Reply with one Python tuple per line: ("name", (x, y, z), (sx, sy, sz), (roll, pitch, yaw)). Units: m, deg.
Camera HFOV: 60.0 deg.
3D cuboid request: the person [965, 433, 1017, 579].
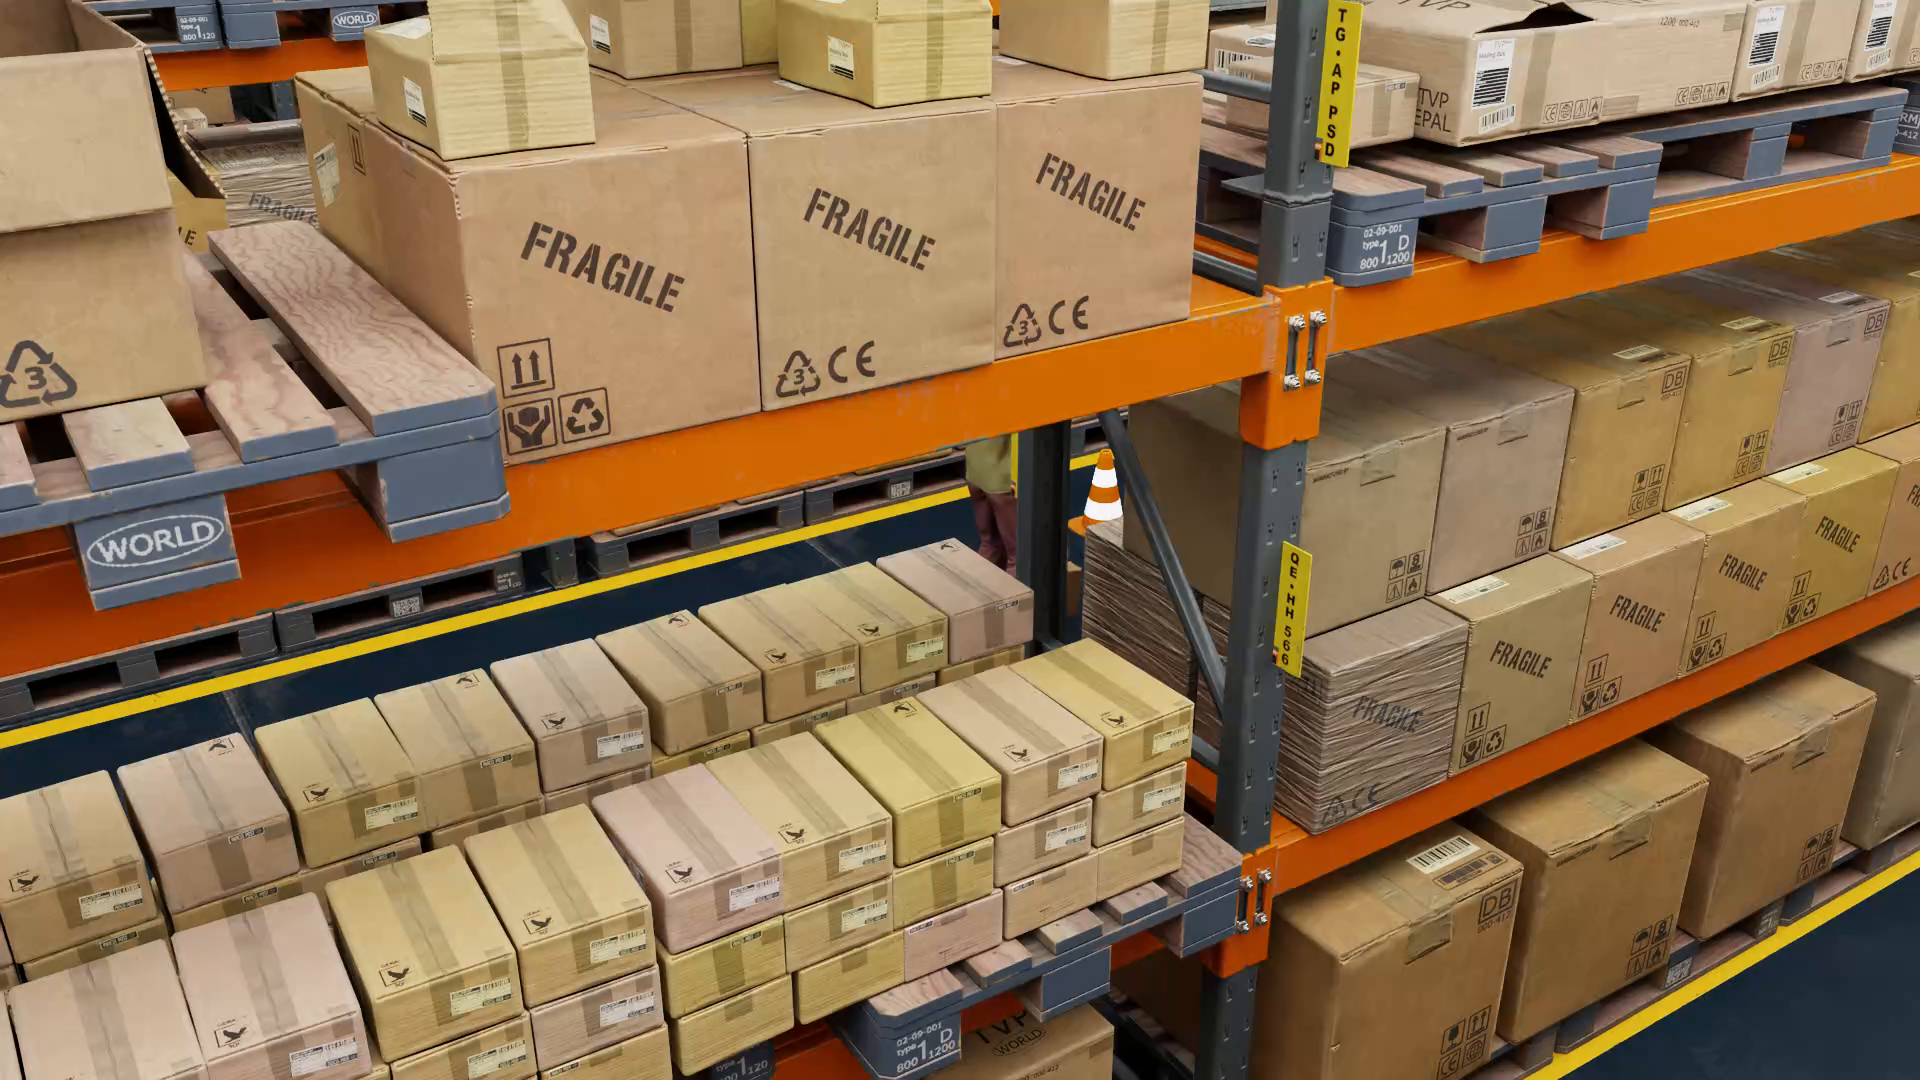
("person", (0.215, -0.269, 7.684), (0.356, 1.670, 0.489), (-17, 30, -31))
